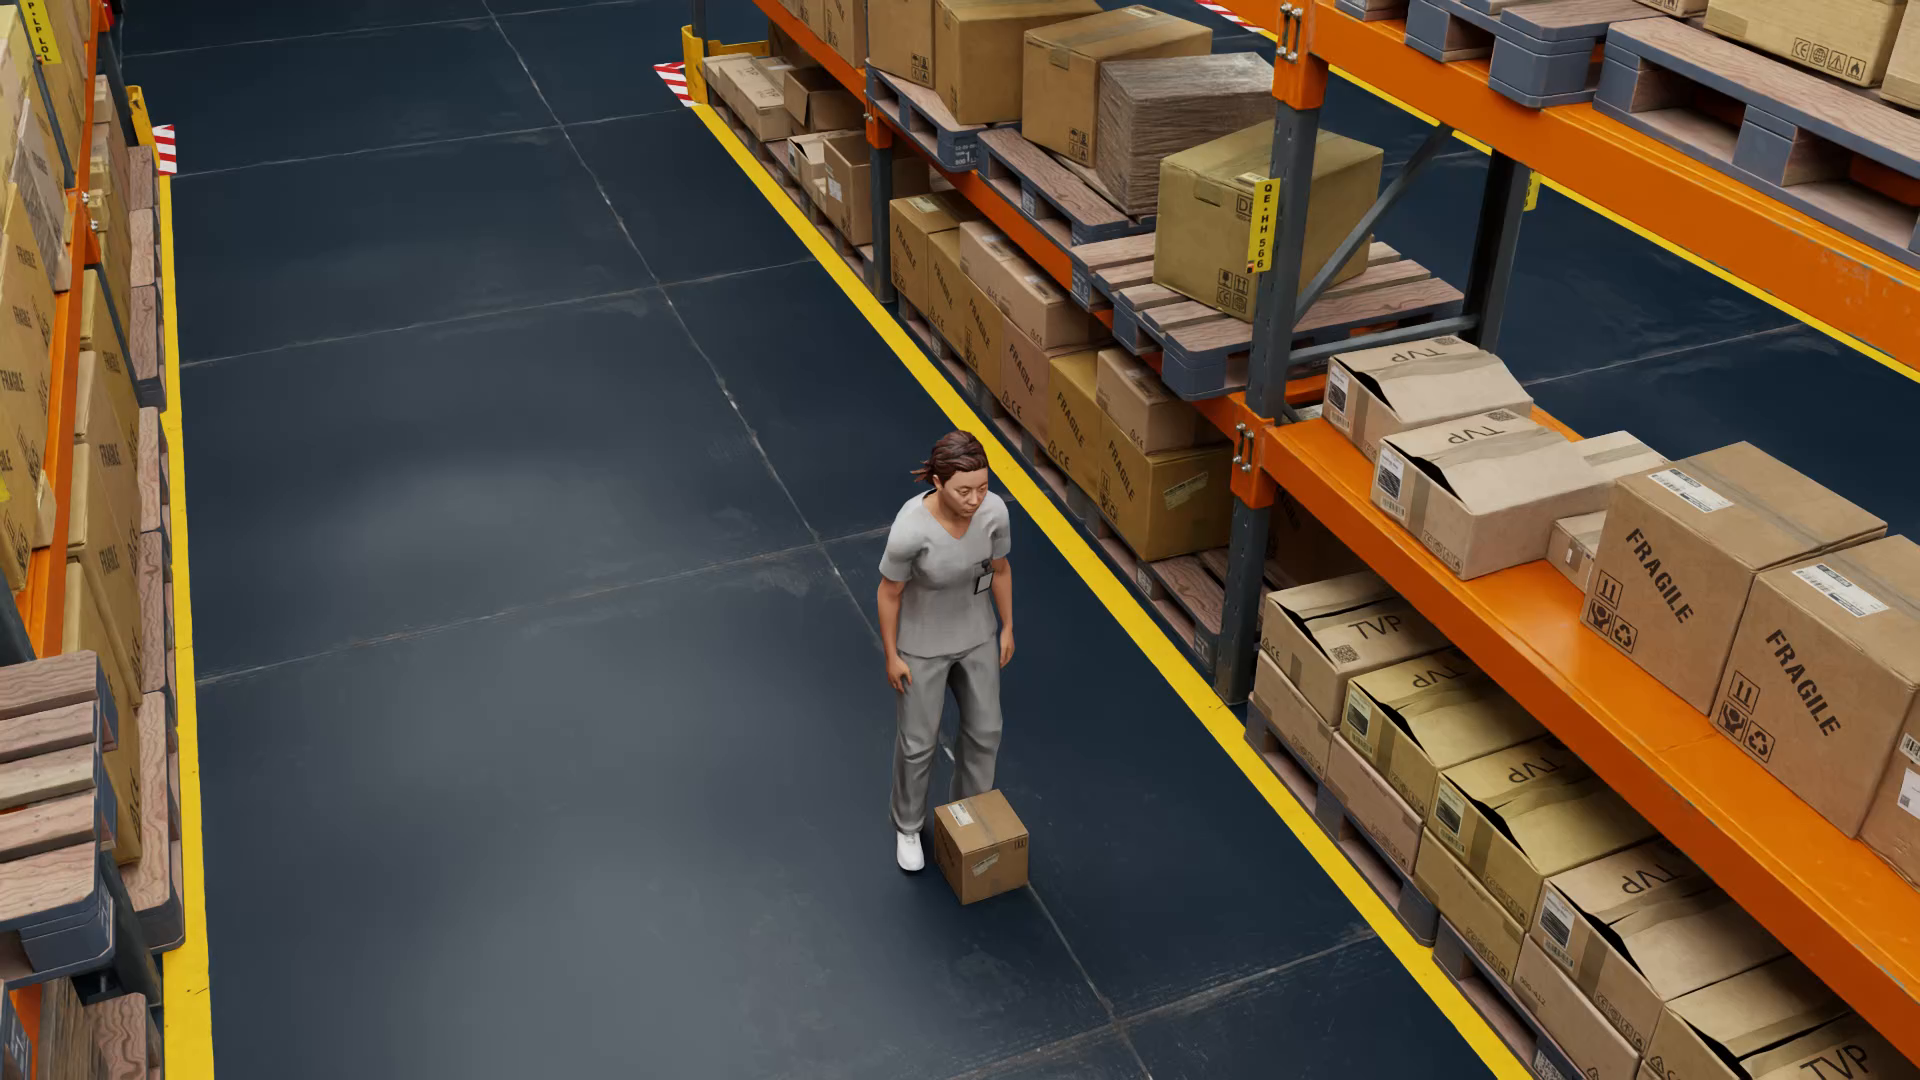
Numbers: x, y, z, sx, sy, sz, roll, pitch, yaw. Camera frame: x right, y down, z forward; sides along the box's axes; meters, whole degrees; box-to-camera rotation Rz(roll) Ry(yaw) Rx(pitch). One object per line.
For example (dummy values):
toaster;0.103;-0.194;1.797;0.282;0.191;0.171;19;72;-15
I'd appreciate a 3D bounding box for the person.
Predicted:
person;-0.026;0.369;5.587;0.488;1.672;0.413;-14;36;-20
